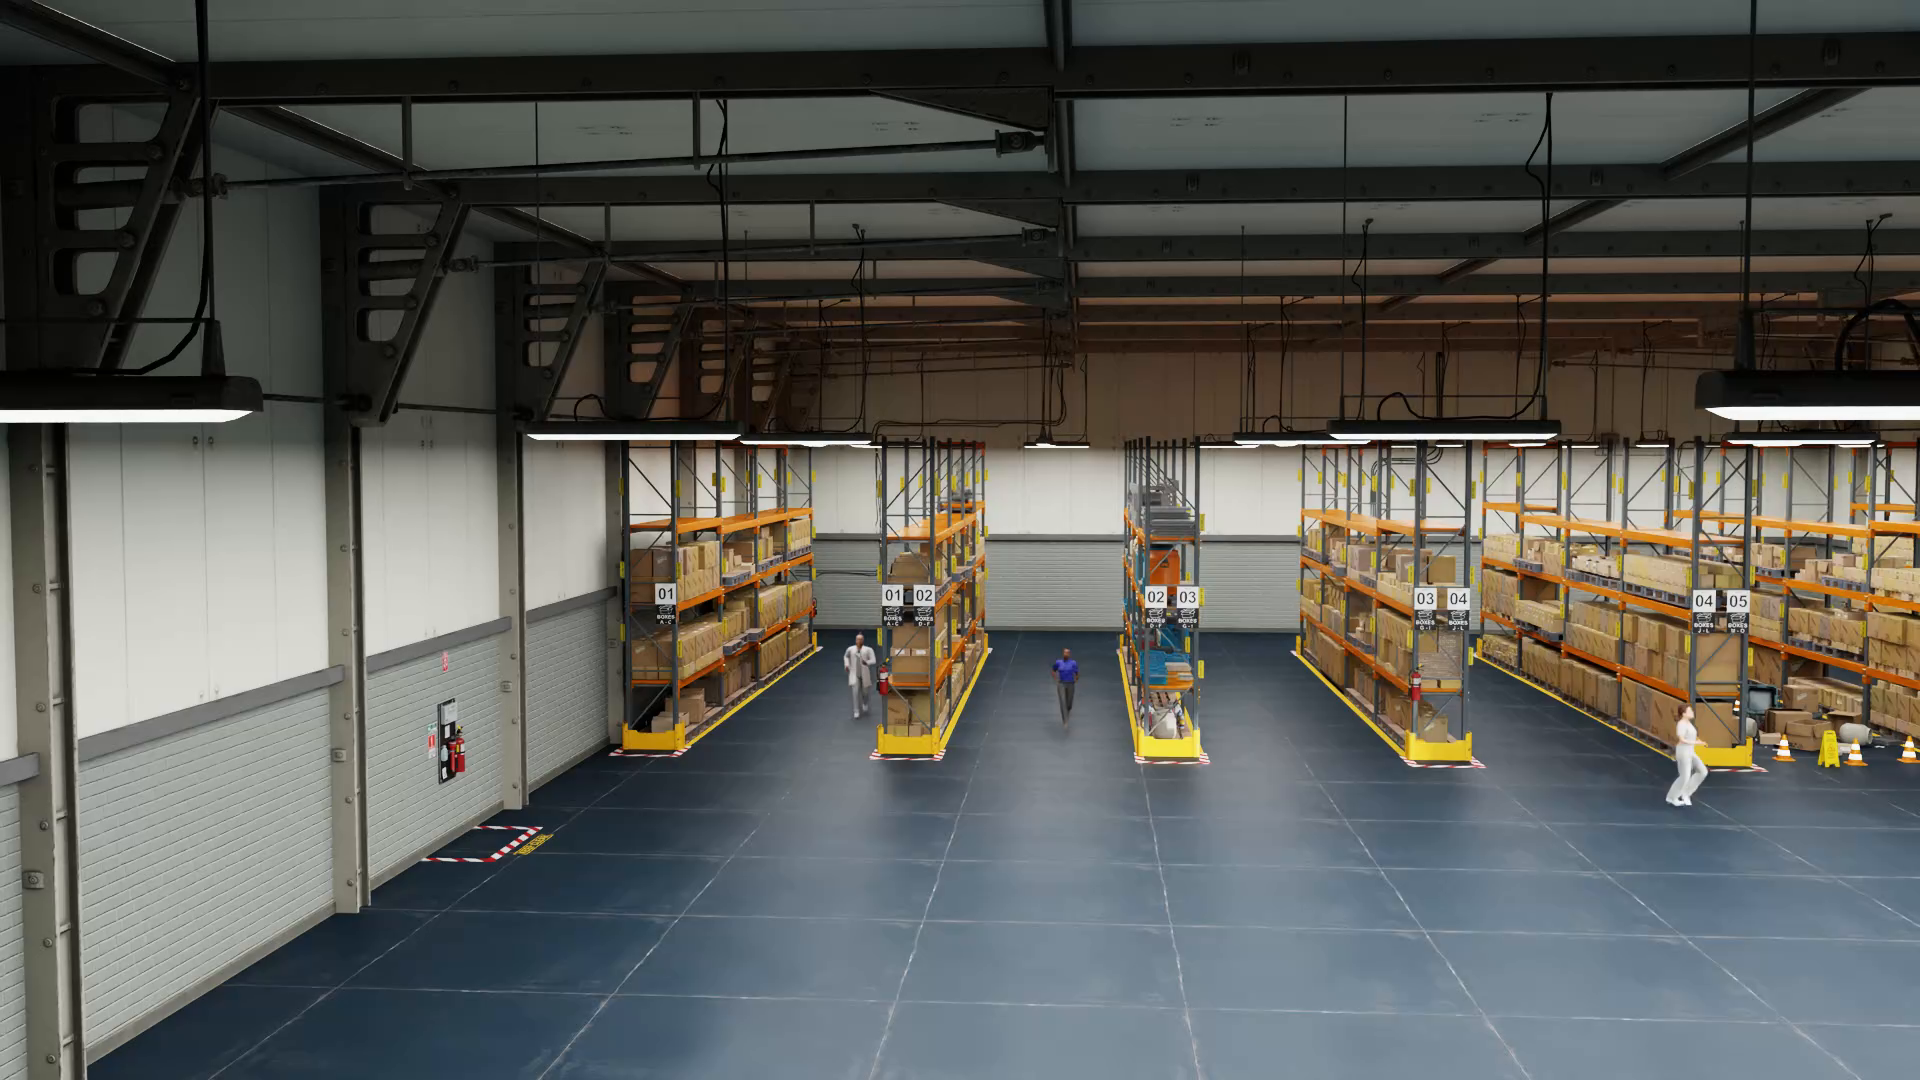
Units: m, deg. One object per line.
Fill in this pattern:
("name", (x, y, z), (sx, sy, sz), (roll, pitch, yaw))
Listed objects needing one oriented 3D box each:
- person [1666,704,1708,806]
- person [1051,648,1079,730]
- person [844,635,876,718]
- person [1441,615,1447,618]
("person", (11.661, 3.454, 26.686), (0.603, 1.654, 0.623), (2, 4, 38))
("person", (2.196, 3.072, 34.580), (0.579, 1.644, 0.842), (0, 3, -2))
("person", (-2.165, 2.914, 35.817), (0.716, 1.754, 1.016), (0, 3, 1))
("person", (13.049, 2.517, 44.379), (0.662, 1.703, 0.645), (1, 3, 11))
